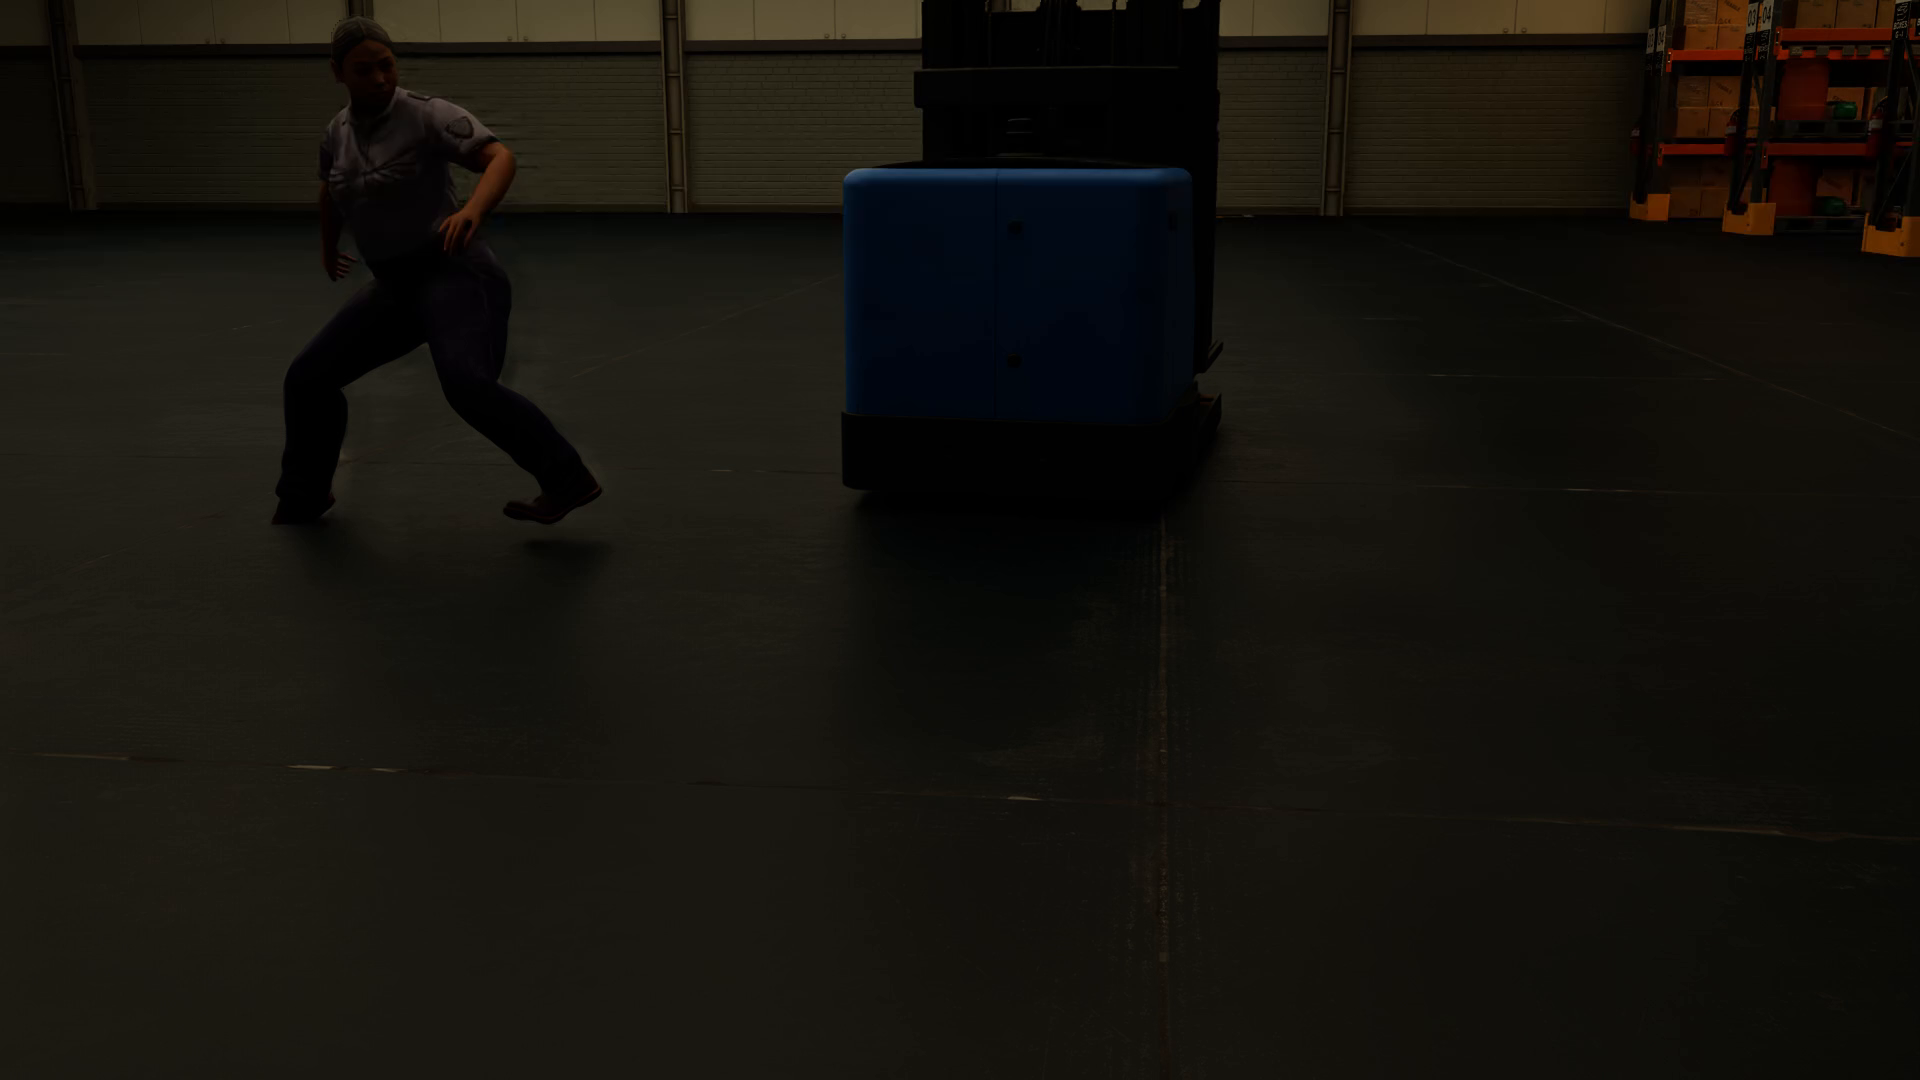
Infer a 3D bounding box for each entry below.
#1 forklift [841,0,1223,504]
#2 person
[{"bbox_3d":[0.457,-1.831,6.340,1.130,2.935,3.031,3,14,13],"label":"forklift"},{"bbox_3d":[-1.659,-0.710,4.937,1.087,1.595,0.507,8,16,32],"label":"person"}]
